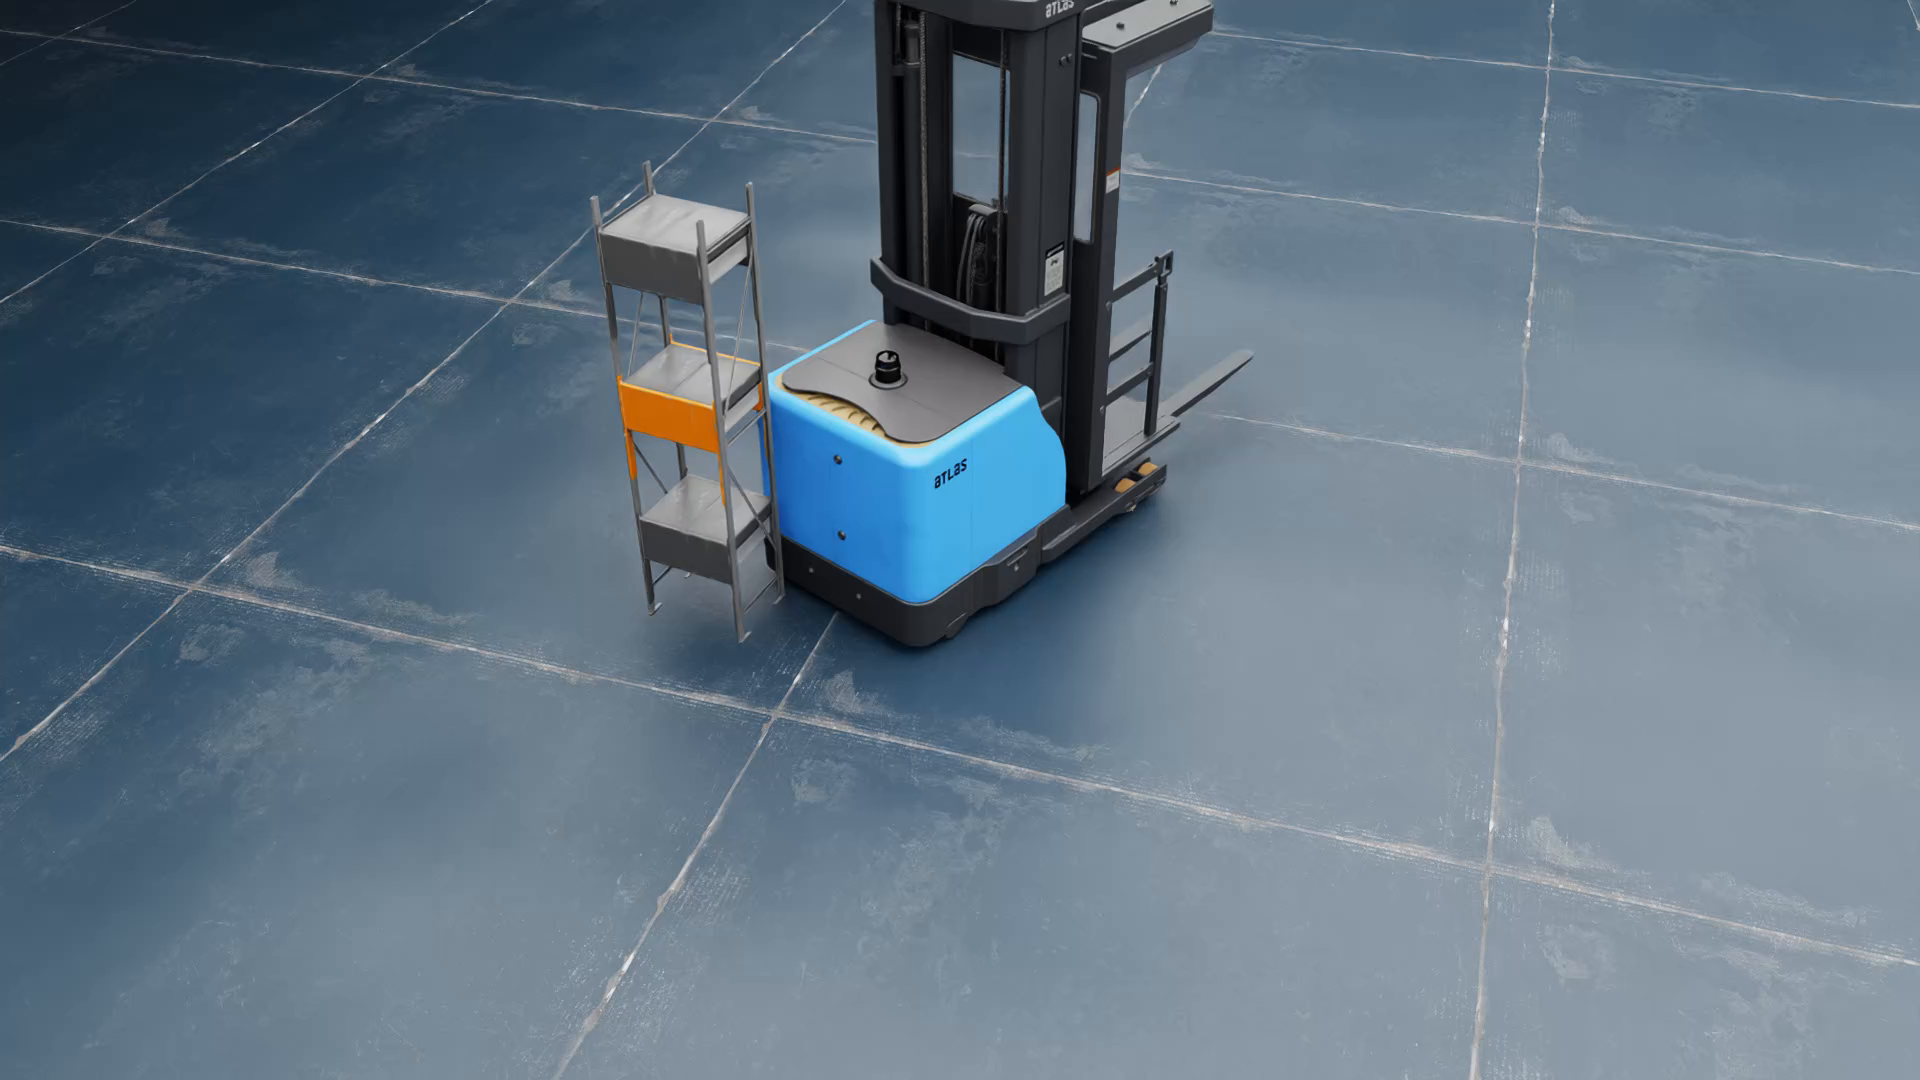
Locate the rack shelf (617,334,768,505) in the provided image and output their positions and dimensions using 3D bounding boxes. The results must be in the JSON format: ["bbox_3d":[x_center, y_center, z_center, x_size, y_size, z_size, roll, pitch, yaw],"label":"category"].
[{"bbox_3d":[-1.141,-0.527,7.218,0.480,0.518,0.431,16,39,20],"label":"rack shelf"}]

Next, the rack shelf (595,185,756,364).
[{"bbox_3d":[-1.141,-1.091,6.803,0.480,0.518,0.431,16,39,20],"label":"rack shelf"}]

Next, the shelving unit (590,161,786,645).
[{"bbox_3d":[-1.141,-0.538,7.210,0.503,2.100,0.431,16,39,20],"label":"shelving unit"}]

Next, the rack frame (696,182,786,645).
[{"bbox_3d":[-0.920,-0.476,7.126,0.015,2.100,0.400,16,39,20],"label":"rack frame"}]

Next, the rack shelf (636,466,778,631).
[{"bbox_3d":[-1.141,0.037,7.633,0.480,0.518,0.431,16,39,20],"label":"rack shelf"}]

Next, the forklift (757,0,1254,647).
[{"bbox_3d":[0.409,-1.499,7.814,1.130,2.935,3.031,27,44,32],"label":"forklift"}]

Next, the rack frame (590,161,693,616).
[{"bbox_3d":[-1.361,-0.600,7.294,0.015,2.100,0.400,16,39,20],"label":"rack frame"}]
